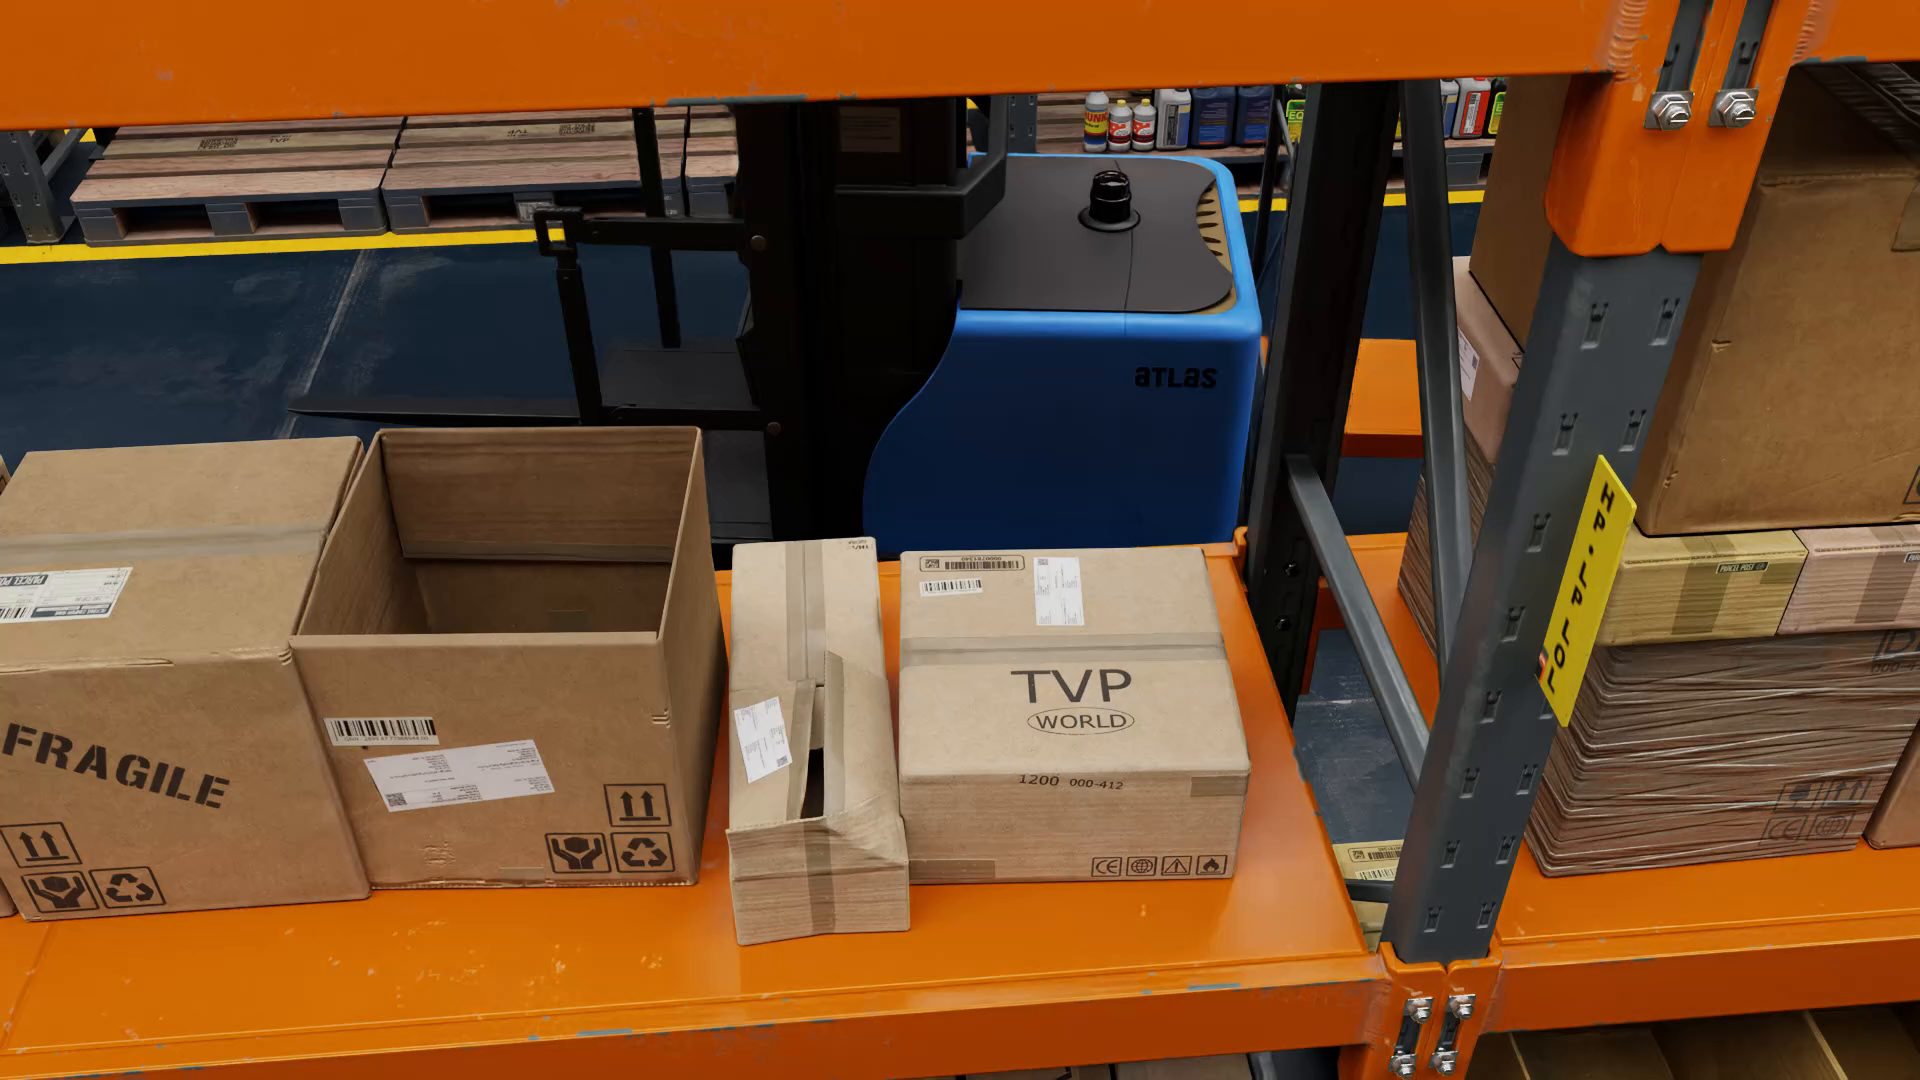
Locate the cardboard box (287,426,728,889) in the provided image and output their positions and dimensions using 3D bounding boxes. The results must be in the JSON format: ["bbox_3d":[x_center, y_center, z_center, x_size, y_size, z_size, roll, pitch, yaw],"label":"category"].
[{"bbox_3d":[-0.647,0.173,2.529,0.500,0.500,0.500,-1,38,-1],"label":"cardboard box"}]

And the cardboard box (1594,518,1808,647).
[{"bbox_3d":[0.929,-0.038,2.273,0.250,0.149,0.380,-3,38,-4],"label":"cardboard box"}]

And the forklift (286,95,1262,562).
[{"bbox_3d":[-0.703,-1.197,4.401,3.031,2.935,1.130,1,38,2],"label":"forklift"}]

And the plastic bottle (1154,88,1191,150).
[{"bbox_3d":[0.885,-1.791,6.942,0.135,0.276,0.152,-2,38,-2],"label":"plastic bottle"}]

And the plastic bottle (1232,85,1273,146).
[{"bbox_3d":[1.238,-1.837,6.940,0.185,0.351,0.144,-5,39,-6],"label":"plastic bottle"}]

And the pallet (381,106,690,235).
[{"bbox_3d":[-1.788,-1.675,7.202,1.213,0.211,1.003,-3,38,-4],"label":"pallet"}]

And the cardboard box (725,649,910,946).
[{"bbox_3d":[-0.215,0.365,2.474,0.258,0.266,0.396,-4,38,-5],"label":"cardboard box"}]

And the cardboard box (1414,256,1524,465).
[{"bbox_3d":[0.896,-0.290,2.592,0.250,0.149,0.380,-3,38,-4],"label":"cardboard box"}]

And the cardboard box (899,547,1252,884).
[{"bbox_3d":[0.158,0.264,2.615,0.500,0.250,0.500,-1,38,-1],"label":"cardboard box"}]

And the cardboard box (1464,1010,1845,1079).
[{"bbox_3d":[1.134,0.939,2.914,0.500,0.500,0.500,-3,38,-4],"label":"cardboard box"}]

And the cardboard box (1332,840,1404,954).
[{"bbox_3d":[1.087,0.905,3.562,0.500,0.250,0.500,-3,38,-4],"label":"cardboard box"}]

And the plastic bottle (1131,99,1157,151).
[{"bbox_3d":[0.768,-1.738,6.935,0.097,0.201,0.097,0,38,0],"label":"plastic bottle"}]

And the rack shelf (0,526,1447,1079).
[{"bbox_3d":[-1.348,0.543,2.721,4.000,0.370,1.077,-3,38,-4],"label":"rack shelf"}]

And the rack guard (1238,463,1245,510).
[{"bbox_3d":[0.850,-0.042,5.101,0.087,0.250,0.587,1,38,2],"label":"rack guard"}]

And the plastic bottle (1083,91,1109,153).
[{"bbox_3d":[0.565,-1.754,6.899,0.097,0.271,0.097,0,38,0],"label":"plastic bottle"}]

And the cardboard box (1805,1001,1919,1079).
[{"bbox_3d":[1.631,0.906,2.955,0.500,0.500,0.500,-3,38,-4],"label":"cardboard box"}]

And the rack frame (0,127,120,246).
[{"bbox_3d":[-3.775,-2.686,6.233,0.127,3.000,1.000,-3,38,-4],"label":"rack frame"}]

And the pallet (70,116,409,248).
[{"bbox_3d":[-3.000,-1.610,7.120,1.213,0.211,1.003,-3,38,-4],"label":"pallet"}]

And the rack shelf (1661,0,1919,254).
[{"bbox_3d":[2.636,-0.854,2.070,4.000,0.370,1.077,-3,38,-4],"label":"rack shelf"}]

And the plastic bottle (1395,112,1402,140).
[{"bbox_3d":[1.847,-1.870,6.982,0.185,0.351,0.144,-2,38,-2],"label":"plastic bottle"}]

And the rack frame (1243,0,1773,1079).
[{"bbox_3d":[0.644,0.151,2.637,0.127,3.000,1.000,-3,38,-4],"label":"rack frame"}]

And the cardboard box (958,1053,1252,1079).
[{"bbox_3d":[0.266,1.044,2.933,0.500,0.311,0.500,-3,38,-4],"label":"cardboard box"}]

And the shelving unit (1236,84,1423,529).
[{"bbox_3d":[1.348,-0.520,4.699,1.083,1.500,0.587,1,38,2],"label":"shelving unit"}]

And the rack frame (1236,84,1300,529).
[{"bbox_3d":[0.849,-0.532,4.714,0.032,1.500,0.500,1,38,2],"label":"rack frame"}]

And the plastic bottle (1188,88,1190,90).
[{"bbox_3d":[1.037,-1.916,7.039,0.185,0.351,0.144,-3,38,-4],"label":"plastic bottle"}]

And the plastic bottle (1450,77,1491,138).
[{"bbox_3d":[2.149,-1.860,7.030,0.135,0.276,0.152,-3,38,-4],"label":"plastic bottle"}]

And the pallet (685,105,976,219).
[{"bbox_3d":[-0.570,-1.744,7.290,1.213,0.211,1.003,-3,38,-4],"label":"pallet"}]

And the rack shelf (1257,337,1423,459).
[{"bbox_3d":[1.357,-0.379,4.810,1.000,0.185,0.538,1,38,2],"label":"rack shelf"}]

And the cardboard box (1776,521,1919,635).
[{"bbox_3d":[1.179,-0.052,2.290,0.250,0.149,0.380,-3,38,-3],"label":"cardboard box"}]

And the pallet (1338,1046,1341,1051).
[{"bbox_3d":[1.440,1.228,3.523,1.213,0.211,1.003,-3,38,-4],"label":"pallet"}]

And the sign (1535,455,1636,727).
[{"bbox_3d":[0.702,0.062,1.879,0.005,0.325,0.100,-3,38,-4],"label":"sign"}]

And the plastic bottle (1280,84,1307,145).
[{"bbox_3d":[1.406,-1.794,6.940,0.133,0.283,0.061,-2,38,-2],"label":"plastic bottle"}]

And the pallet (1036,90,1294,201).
[{"bbox_3d":[0.882,-1.822,7.389,1.213,0.211,1.003,-3,38,-4],"label":"pallet"}]

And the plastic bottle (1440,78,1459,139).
[{"bbox_3d":[2.011,-1.853,7.020,0.135,0.276,0.152,-4,38,-5],"label":"plastic bottle"}]

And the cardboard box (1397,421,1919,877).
[{"bbox_3d":[1.086,0.083,2.642,0.500,0.500,0.700,-4,38,-5],"label":"cardboard box"}]

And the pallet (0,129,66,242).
[{"bbox_3d":[-4.557,-1.522,7.009,1.213,0.211,1.003,-3,38,-4],"label":"pallet"}]

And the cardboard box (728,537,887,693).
[{"bbox_3d":[-0.257,0.172,2.813,0.250,0.149,0.380,-3,38,-4],"label":"cardboard box"}]

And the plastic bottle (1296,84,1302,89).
[{"bbox_3d":[1.381,-1.837,7.004,0.097,0.271,0.097,0,38,0],"label":"plastic bottle"}]

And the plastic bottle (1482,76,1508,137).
[{"bbox_3d":[2.288,-1.842,7.001,0.133,0.283,0.061,-2,38,-3],"label":"plastic bottle"}]

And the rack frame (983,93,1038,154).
[{"bbox_3d":[0.209,-2.906,6.511,0.127,3.000,1.000,-3,38,-4],"label":"rack frame"}]

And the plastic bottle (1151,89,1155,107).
[{"bbox_3d":[0.875,-1.859,7.022,0.133,0.283,0.061,-3,38,-4],"label":"plastic bottle"}]

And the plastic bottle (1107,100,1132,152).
[{"bbox_3d":[0.667,-1.732,6.928,0.097,0.201,0.097,0,38,0],"label":"plastic bottle"}]

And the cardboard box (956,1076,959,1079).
[{"bbox_3d":[0.257,1.267,3.103,0.500,0.250,0.500,-3,38,-4],"label":"cardboard box"}]

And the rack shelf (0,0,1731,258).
[{"bbox_3d":[-1.348,-0.635,1.792,4.000,0.370,1.077,-3,38,-4],"label":"rack shelf"}]

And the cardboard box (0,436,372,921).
[{"bbox_3d":[-1.146,0.200,2.494,0.500,0.500,0.500,-3,38,-4],"label":"cardboard box"}]

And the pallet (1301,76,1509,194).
[{"bbox_3d":[2.100,-1.891,7.476,1.213,0.211,1.003,-3,38,-4],"label":"pallet"}]

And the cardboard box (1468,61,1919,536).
[{"bbox_3d":[1.086,-0.426,2.240,0.500,0.500,0.700,-3,38,-4],"label":"cardboard box"}]

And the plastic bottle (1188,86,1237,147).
[{"bbox_3d":[1.050,-1.827,6.927,0.185,0.351,0.144,-2,38,-3],"label":"plastic bottle"}]

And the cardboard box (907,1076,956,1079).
[{"bbox_3d":[-0.252,1.077,2.892,0.500,0.311,0.500,-2,38,-3],"label":"cardboard box"}]

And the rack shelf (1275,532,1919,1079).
[{"bbox_3d":[2.636,0.324,2.999,4.000,0.370,1.077,-3,38,-4],"label":"rack shelf"}]

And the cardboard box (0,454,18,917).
[{"bbox_3d":[-1.670,0.229,2.458,0.500,0.500,0.500,-5,39,-6],"label":"cardboard box"}]

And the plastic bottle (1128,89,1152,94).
[{"bbox_3d":[0.838,-2.163,7.353,0.185,0.351,0.144,-3,38,-4],"label":"plastic bottle"}]

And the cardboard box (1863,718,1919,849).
[{"bbox_3d":[1.610,0.050,2.684,0.500,0.500,0.700,-4,38,-4],"label":"cardboard box"}]
